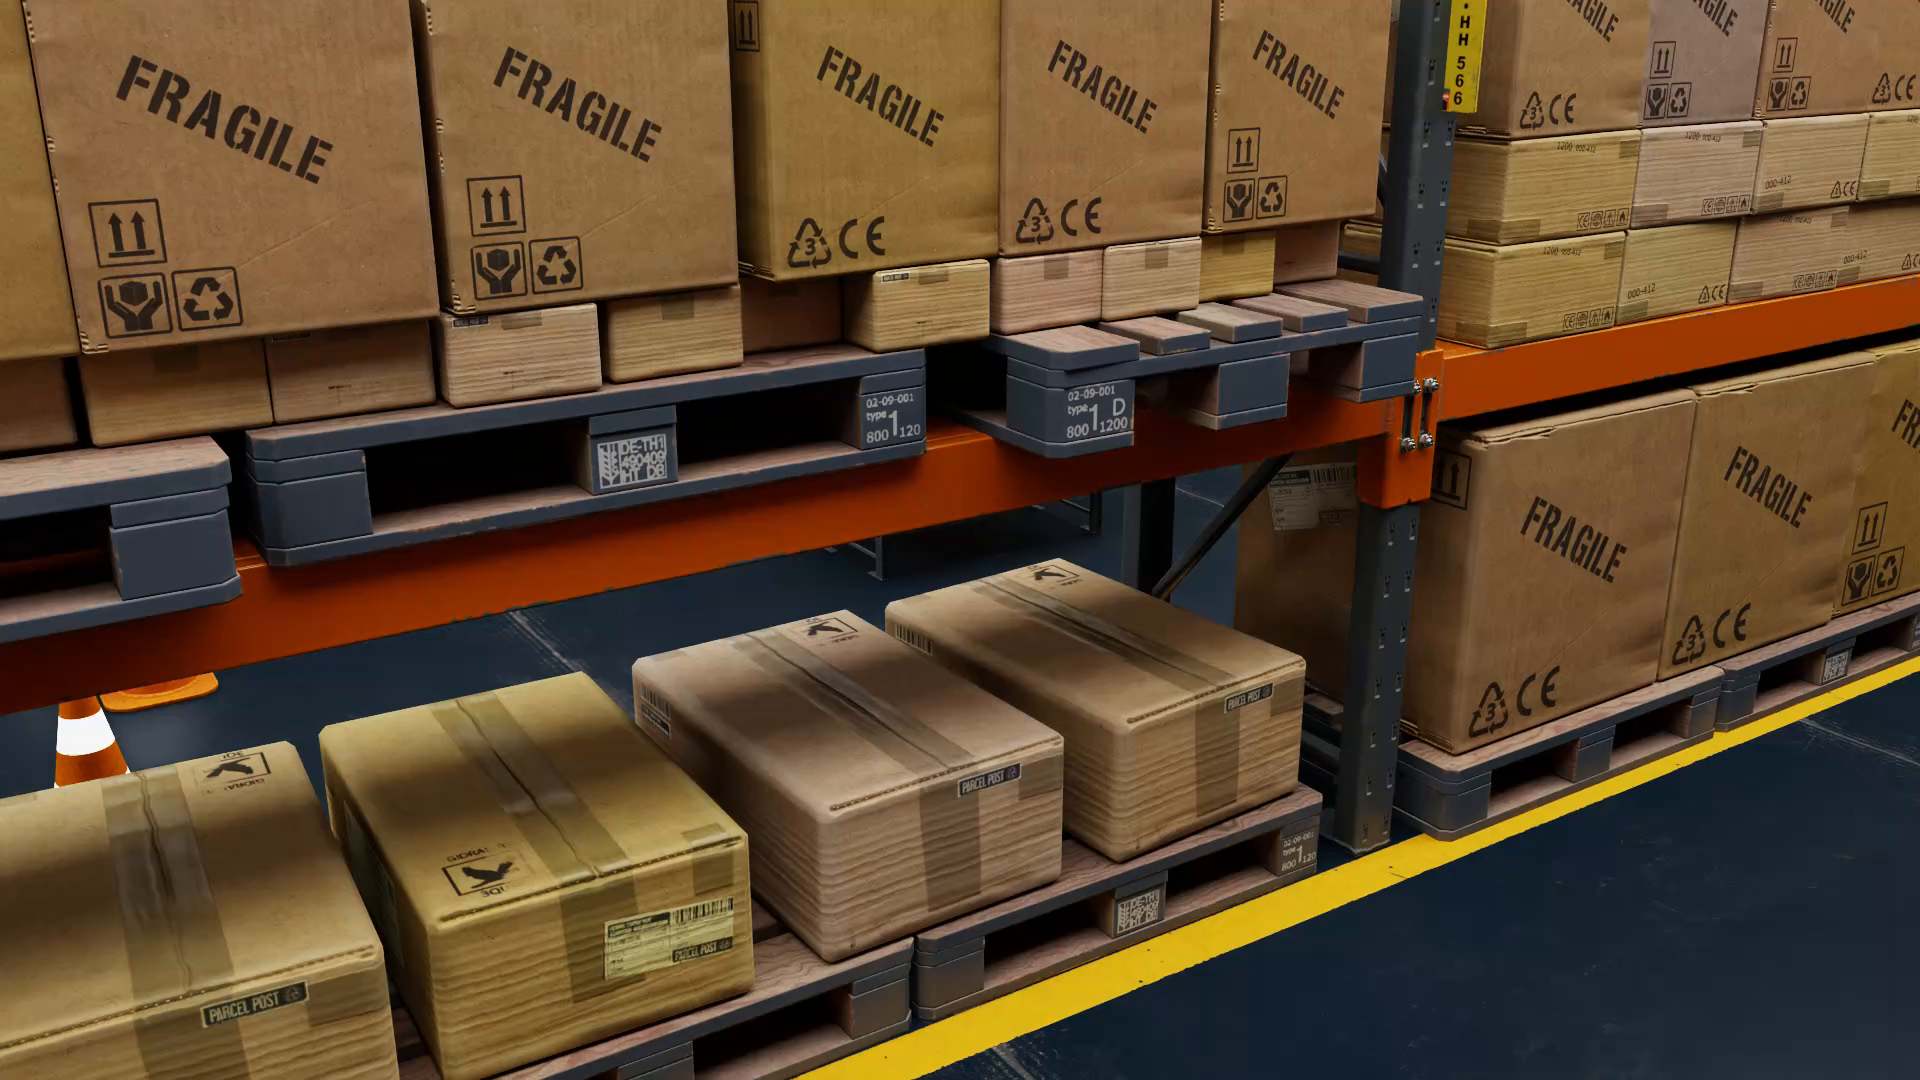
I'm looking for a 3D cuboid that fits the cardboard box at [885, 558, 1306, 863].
[{"bbox_3d":[0.326,0.402,4.320,0.625,0.372,0.950,-14,23,-35],"label":"cardboard box"}]

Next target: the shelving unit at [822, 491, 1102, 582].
[{"bbox_3d":[0.006,-0.534,6.568,1.048,1.125,0.538,-12,22,-31],"label":"shelving unit"}]

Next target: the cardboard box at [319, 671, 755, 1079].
[{"bbox_3d":[-0.922,0.666,3.539,0.625,0.372,0.950,-11,22,-30],"label":"cardboard box"}]

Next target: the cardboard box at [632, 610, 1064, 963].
[{"bbox_3d":[-0.286,0.534,3.929,0.625,0.372,0.950,-12,22,-32],"label":"cardboard box"}]

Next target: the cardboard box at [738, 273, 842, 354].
[{"bbox_3d":[-0.427,-0.472,3.195,0.250,0.149,0.380,-12,22,-31],"label":"cardboard box"}]

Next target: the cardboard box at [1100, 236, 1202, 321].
[{"bbox_3d":[0.289,-0.577,3.506,0.250,0.149,0.380,-12,22,-32],"label":"cardboard box"}]

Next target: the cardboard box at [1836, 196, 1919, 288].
[{"bbox_3d":[2.621,-0.963,5.143,0.500,0.250,0.500,-12,22,-31],"label":"cardboard box"}]

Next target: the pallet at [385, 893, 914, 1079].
[{"bbox_3d":[-0.868,0.931,3.662,1.213,0.211,1.003,-12,22,-31],"label":"pallet"}]

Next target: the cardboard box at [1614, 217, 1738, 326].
[{"bbox_3d":[1.770,-0.784,4.615,0.500,0.250,0.500,-13,22,-33],"label":"cardboard box"}]

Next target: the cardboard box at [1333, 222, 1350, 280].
[{"bbox_3d":[1.083,-0.829,4.746,0.500,0.250,0.500,-13,23,-33],"label":"cardboard box"}]

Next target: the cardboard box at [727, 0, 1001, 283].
[{"bbox_3d":[-0.270,-0.791,3.123,0.500,0.500,0.500,-14,23,-35],"label":"cardboard box"}]

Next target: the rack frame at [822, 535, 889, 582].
[{"bbox_3d":[-0.419,-0.445,6.303,0.032,1.125,0.500,-12,22,-31],"label":"rack frame"}]

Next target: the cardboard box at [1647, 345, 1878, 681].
[{"bbox_3d":[2.173,-0.189,5.282,0.875,0.875,0.875,-12,22,-31],"label":"cardboard box"}]

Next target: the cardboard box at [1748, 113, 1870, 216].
[{"bbox_3d":[2.218,-1.105,4.784,0.500,0.250,0.500,-12,22,-32],"label":"cardboard box"}]

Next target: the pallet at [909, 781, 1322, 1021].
[{"bbox_3d":[0.150,0.717,4.294,1.213,0.211,1.003,-12,22,-31],"label":"pallet"}]

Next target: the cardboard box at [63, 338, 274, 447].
[{"bbox_3d":[-1.256,-0.275,2.612,0.250,0.149,0.380,-12,22,-31],"label":"cardboard box"}]

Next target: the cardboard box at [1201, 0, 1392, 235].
[{"bbox_3d":[0.577,-0.974,3.665,0.500,0.500,0.500,-13,22,-33],"label":"cardboard box"}]

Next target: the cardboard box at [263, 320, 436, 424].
[{"bbox_3d":[-1.049,-0.318,2.740,0.250,0.149,0.380,-12,22,-31],"label":"cardboard box"}]

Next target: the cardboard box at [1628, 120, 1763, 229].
[{"bbox_3d":[1.795,-1.021,4.534,0.500,0.250,0.500,-11,22,-30],"label":"cardboard box"}]

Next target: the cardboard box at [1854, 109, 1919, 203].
[{"bbox_3d":[2.649,-1.191,5.038,0.500,0.250,0.500,-11,22,-30],"label":"cardboard box"}]

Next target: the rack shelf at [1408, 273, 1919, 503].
[{"bbox_3d":[2.474,-0.753,5.410,4.000,0.370,1.077,-12,22,-31],"label":"rack shelf"}]

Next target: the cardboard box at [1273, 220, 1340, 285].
[{"bbox_3d":[0.659,-0.700,3.869,0.250,0.149,0.380,-11,22,-29],"label":"cardboard box"}]

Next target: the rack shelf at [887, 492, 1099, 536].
[{"bbox_3d":[0.006,-0.302,6.646,1.000,0.278,0.538,-12,22,-31],"label":"rack shelf"}]

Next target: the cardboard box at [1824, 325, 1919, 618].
[{"bbox_3d":[2.920,-0.346,5.747,0.875,0.875,0.875,-11,22,-30],"label":"cardboard box"}]

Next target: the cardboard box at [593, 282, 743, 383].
[{"bbox_3d":[-0.591,-0.406,2.999,0.250,0.149,0.380,-13,22,-33],"label":"cardboard box"}]

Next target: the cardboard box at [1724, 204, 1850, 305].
[{"bbox_3d":[2.211,-0.875,4.883,0.500,0.250,0.500,-11,22,-30],"label":"cardboard box"}]

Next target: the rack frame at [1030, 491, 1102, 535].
[{"bbox_3d":[0.430,-0.624,6.833,0.032,1.125,0.500,-12,22,-31],"label":"rack frame"}]

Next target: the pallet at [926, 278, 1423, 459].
[{"bbox_3d":[0.267,-0.496,3.828,1.003,0.211,1.213,-12,22,-31],"label":"pallet"}]

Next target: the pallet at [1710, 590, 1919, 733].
[{"bbox_3d":[2.521,0.248,5.683,1.213,0.211,1.003,-12,22,-31],"label":"pallet"}]

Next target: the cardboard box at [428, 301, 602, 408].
[{"bbox_3d":[-0.798,-0.351,2.837,0.250,0.149,0.380,-11,22,-29],"label":"cardboard box"}]

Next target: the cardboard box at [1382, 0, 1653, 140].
[{"bbox_3d":[1.350,-1.284,4.140,0.500,0.500,0.500,-13,22,-33],"label":"cardboard box"}]

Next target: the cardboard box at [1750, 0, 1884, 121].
[{"bbox_3d":[2.199,-1.460,4.664,0.500,0.500,0.500,-11,22,-30],"label":"cardboard box"}]

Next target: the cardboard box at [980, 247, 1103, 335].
[{"bbox_3d":[0.075,-0.535,3.381,0.250,0.149,0.380,-13,23,-34],"label":"cardboard box"}]

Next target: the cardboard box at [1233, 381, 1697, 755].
[{"bbox_3d":[1.426,-0.033,4.820,0.875,0.875,0.875,-12,22,-32],"label":"cardboard box"}]

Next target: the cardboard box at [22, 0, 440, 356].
[{"bbox_3d":[-1.150,-0.601,2.564,0.500,0.500,0.500,-12,22,-32],"label":"cardboard box"}]

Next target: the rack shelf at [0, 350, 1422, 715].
[{"bbox_3d":[-0.867,-0.048,3.326,4.000,0.370,1.077,-12,22,-31],"label":"rack shelf"}]

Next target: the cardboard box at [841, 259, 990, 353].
[{"bbox_3d":[-0.148,-0.483,3.226,0.250,0.149,0.380,-11,22,-30],"label":"cardboard box"}]

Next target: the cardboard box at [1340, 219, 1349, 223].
[{"bbox_3d":[1.068,-1.060,4.650,0.500,0.250,0.500,-12,22,-32],"label":"cardboard box"}]

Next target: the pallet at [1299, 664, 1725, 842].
[{"bbox_3d":[1.503,0.461,5.051,1.213,0.211,1.003,-12,22,-31],"label":"pallet"}]

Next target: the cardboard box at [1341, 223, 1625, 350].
[{"bbox_3d":[1.351,-0.689,4.333,0.500,0.250,0.500,-12,22,-32],"label":"cardboard box"}]

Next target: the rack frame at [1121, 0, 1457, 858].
[{"bbox_3d":[0.803,-0.741,4.253,0.127,3.000,1.000,-12,22,-31],"label":"rack frame"}]

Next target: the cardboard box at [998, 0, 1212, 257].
[{"bbox_3d":[0.151,-0.880,3.387,0.500,0.500,0.500,-12,22,-32],"label":"cardboard box"}]

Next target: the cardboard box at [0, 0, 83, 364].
[{"bbox_3d":[-1.570,-0.518,2.317,0.500,0.500,0.500,-12,22,-31],"label":"cardboard box"}]

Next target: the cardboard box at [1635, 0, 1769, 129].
[{"bbox_3d":[1.759,-1.373,4.407,0.500,0.500,0.500,-12,22,-31],"label":"cardboard box"}]

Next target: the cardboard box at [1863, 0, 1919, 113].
[{"bbox_3d":[2.623,-1.548,4.924,0.500,0.500,0.500,-12,22,-31],"label":"cardboard box"}]

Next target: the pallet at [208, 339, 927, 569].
[{"bbox_3d":[-0.827,-0.291,3.220,1.213,0.211,1.003,-12,22,-31],"label":"pallet"}]

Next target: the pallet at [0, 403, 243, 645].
[{"bbox_3d":[-1.819,-0.041,2.483,1.213,0.211,1.003,-12,22,-31],"label":"pallet"}]

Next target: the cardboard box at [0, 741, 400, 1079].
[{"bbox_3d":[-1.502,0.789,3.175,0.625,0.372,0.950,-10,21,-28],"label":"cardboard box"}]

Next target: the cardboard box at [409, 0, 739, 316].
[{"bbox_3d":[-0.726,-0.695,2.840,0.500,0.500,0.500,-13,23,-34],"label":"cardboard box"}]

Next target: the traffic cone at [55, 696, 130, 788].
[{"bbox_3d":[-2.272,0.572,4.329,0.334,0.463,0.336,-12,22,-31],"label":"traffic cone"}]

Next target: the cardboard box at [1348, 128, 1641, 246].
[{"bbox_3d":[1.362,-0.930,4.266,0.500,0.250,0.500,-12,22,-32],"label":"cardboard box"}]

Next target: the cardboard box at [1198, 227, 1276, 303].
[{"bbox_3d":[0.475,-0.634,3.672,0.250,0.149,0.380,-12,22,-31],"label":"cardboard box"}]

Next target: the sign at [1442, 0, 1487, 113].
[{"bbox_3d":[1.110,-1.109,3.656,0.005,0.325,0.100,-12,22,-31],"label":"sign"}]

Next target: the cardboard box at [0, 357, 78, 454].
[{"bbox_3d":[-1.494,-0.241,2.511,0.250,0.149,0.380,-10,21,-28],"label":"cardboard box"}]

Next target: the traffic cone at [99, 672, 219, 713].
[{"bbox_3d":[-2.579,0.254,5.271,0.334,0.463,0.336,-12,22,-31],"label":"traffic cone"}]
